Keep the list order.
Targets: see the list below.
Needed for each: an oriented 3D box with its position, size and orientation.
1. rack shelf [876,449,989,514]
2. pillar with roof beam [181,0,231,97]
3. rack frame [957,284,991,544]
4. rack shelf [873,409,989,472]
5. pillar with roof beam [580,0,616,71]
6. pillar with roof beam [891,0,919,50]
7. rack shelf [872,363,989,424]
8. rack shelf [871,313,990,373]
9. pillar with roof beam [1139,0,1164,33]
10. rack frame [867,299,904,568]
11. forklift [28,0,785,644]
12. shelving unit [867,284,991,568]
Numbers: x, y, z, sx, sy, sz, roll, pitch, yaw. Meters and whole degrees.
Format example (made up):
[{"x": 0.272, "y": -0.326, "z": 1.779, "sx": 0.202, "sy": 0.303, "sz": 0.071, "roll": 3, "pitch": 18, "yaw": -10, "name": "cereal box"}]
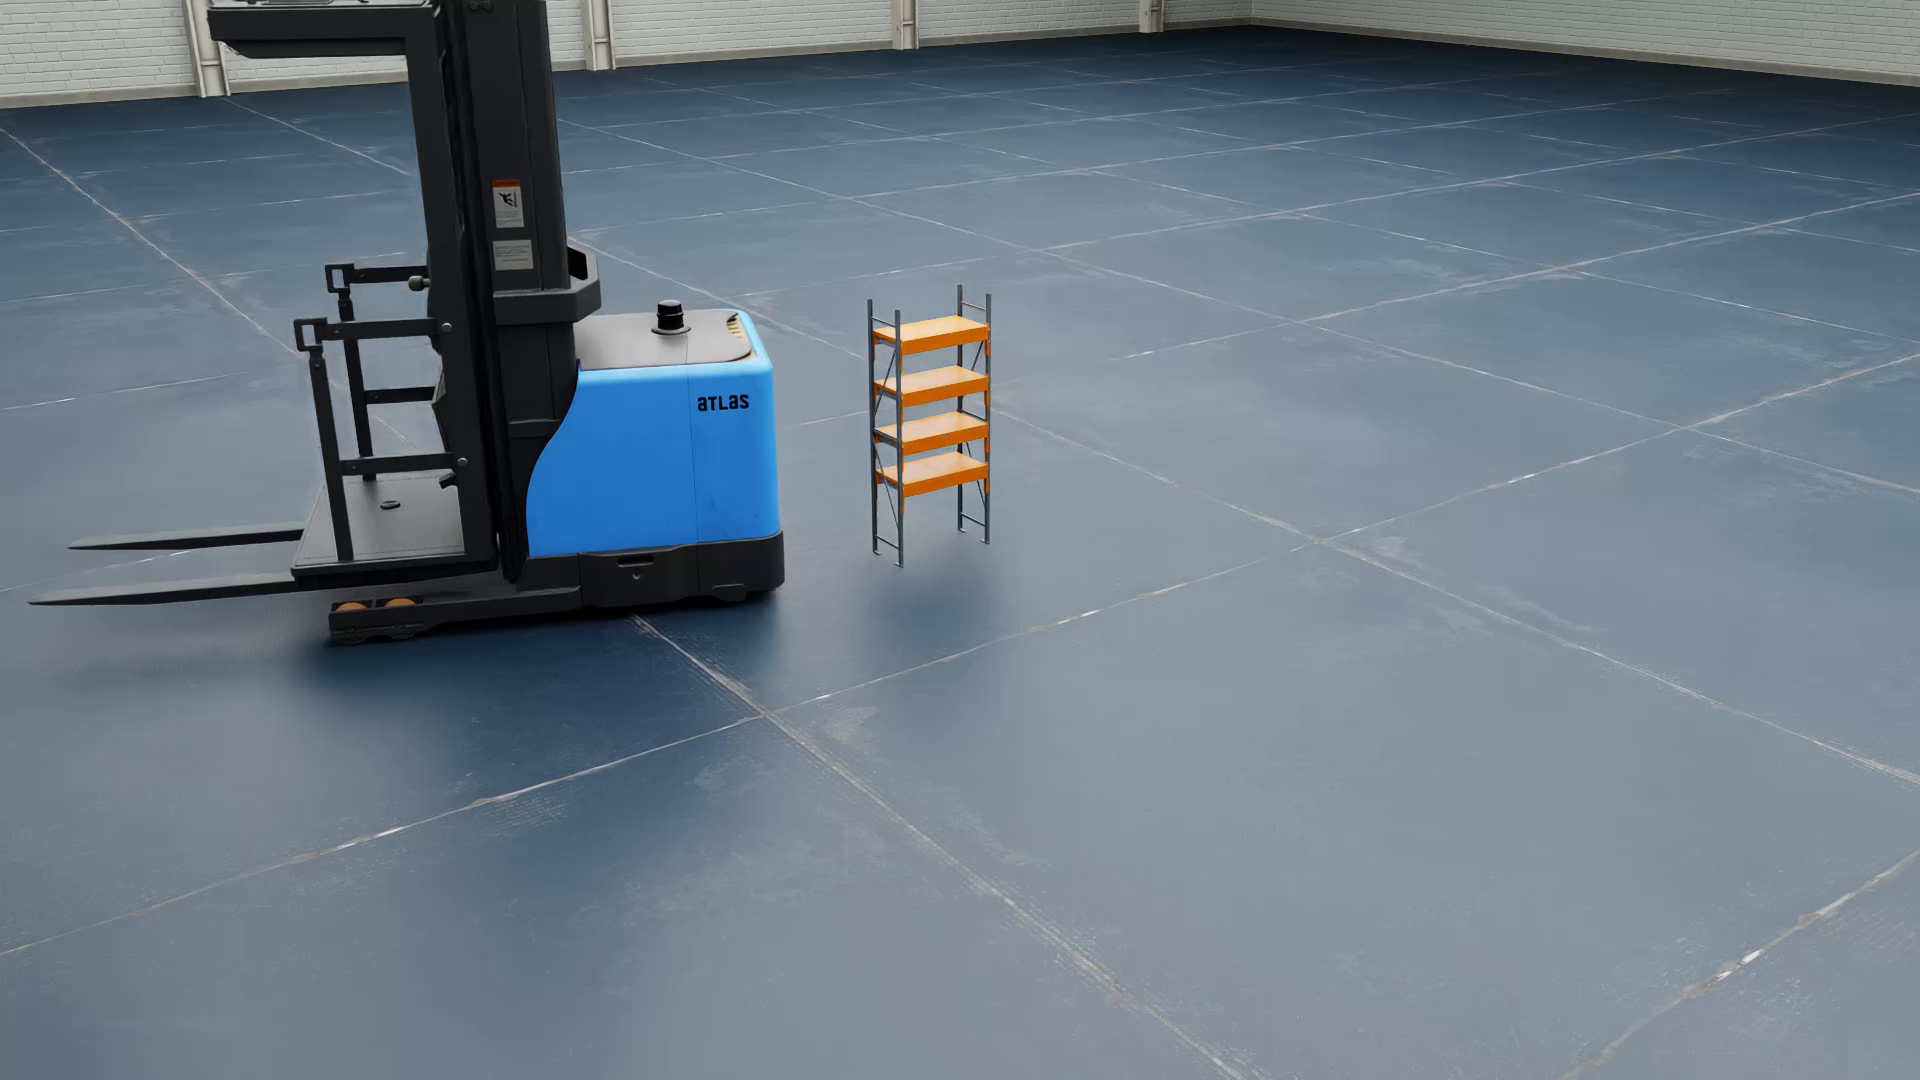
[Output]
[{"x": -0.134, "y": -0.275, "z": 7.683, "sx": 0.480, "sy": 0.148, "sz": 0.258, "roll": -15, "pitch": 26, "yaw": -33, "name": "rack shelf"}, {"x": -8.231, "y": -9.289, "z": 19.033, "sx": 0.400, "sy": 9.000, "sz": 9.100, "roll": -15, "pitch": 26, "yaw": -33, "name": "pillar with roof beam"}, {"x": 0.064, "y": -0.574, "z": 7.717, "sx": 0.015, "sy": 1.200, "sz": 0.240, "roll": -15, "pitch": 26, "yaw": -33, "name": "rack frame"}, {"x": -0.134, "y": -0.459, "z": 7.609, "sx": 0.480, "sy": 0.148, "sz": 0.258, "roll": -15, "pitch": 26, "yaw": -33, "name": "rack shelf"}, {"x": -3.360, "y": -10.588, "z": 22.288, "sx": 0.400, "sy": 9.000, "sz": 9.100, "roll": -15, "pitch": 26, "yaw": -33, "name": "pillar with roof beam"}, {"x": 1.510, "y": -11.886, "z": 25.542, "sx": 0.400, "sy": 9.000, "sz": 9.100, "roll": -15, "pitch": 26, "yaw": -33, "name": "pillar with roof beam"}, {"x": -0.134, "y": -0.667, "z": 7.526, "sx": 0.480, "sy": 0.148, "sz": 0.258, "roll": -15, "pitch": 26, "yaw": -33, "name": "rack shelf"}, {"x": -0.134, "y": -0.886, "z": 7.439, "sx": 0.480, "sy": 0.148, "sz": 0.258, "roll": -15, "pitch": 26, "yaw": -33, "name": "rack shelf"}, {"x": 6.381, "y": -13.185, "z": 28.797, "sx": 0.400, "sy": 9.000, "sz": 9.100, "roll": -15, "pitch": 26, "yaw": -33, "name": "pillar with roof beam"}, {"x": -0.332, "y": -0.469, "z": 7.452, "sx": 0.015, "sy": 1.200, "sz": 0.240, "roll": -15, "pitch": 26, "yaw": -33, "name": "rack frame"}, {"x": -2.336, "y": -1.149, "z": 6.821, "sx": 3.031, "sy": 2.935, "sz": 1.130, "roll": -5, "pitch": 22, "yaw": -12, "name": "forklift"}, {"x": -0.134, "y": -0.521, "z": 7.584, "sx": 0.503, "sy": 1.200, "sz": 0.258, "roll": -15, "pitch": 26, "yaw": -33, "name": "shelving unit"}]
